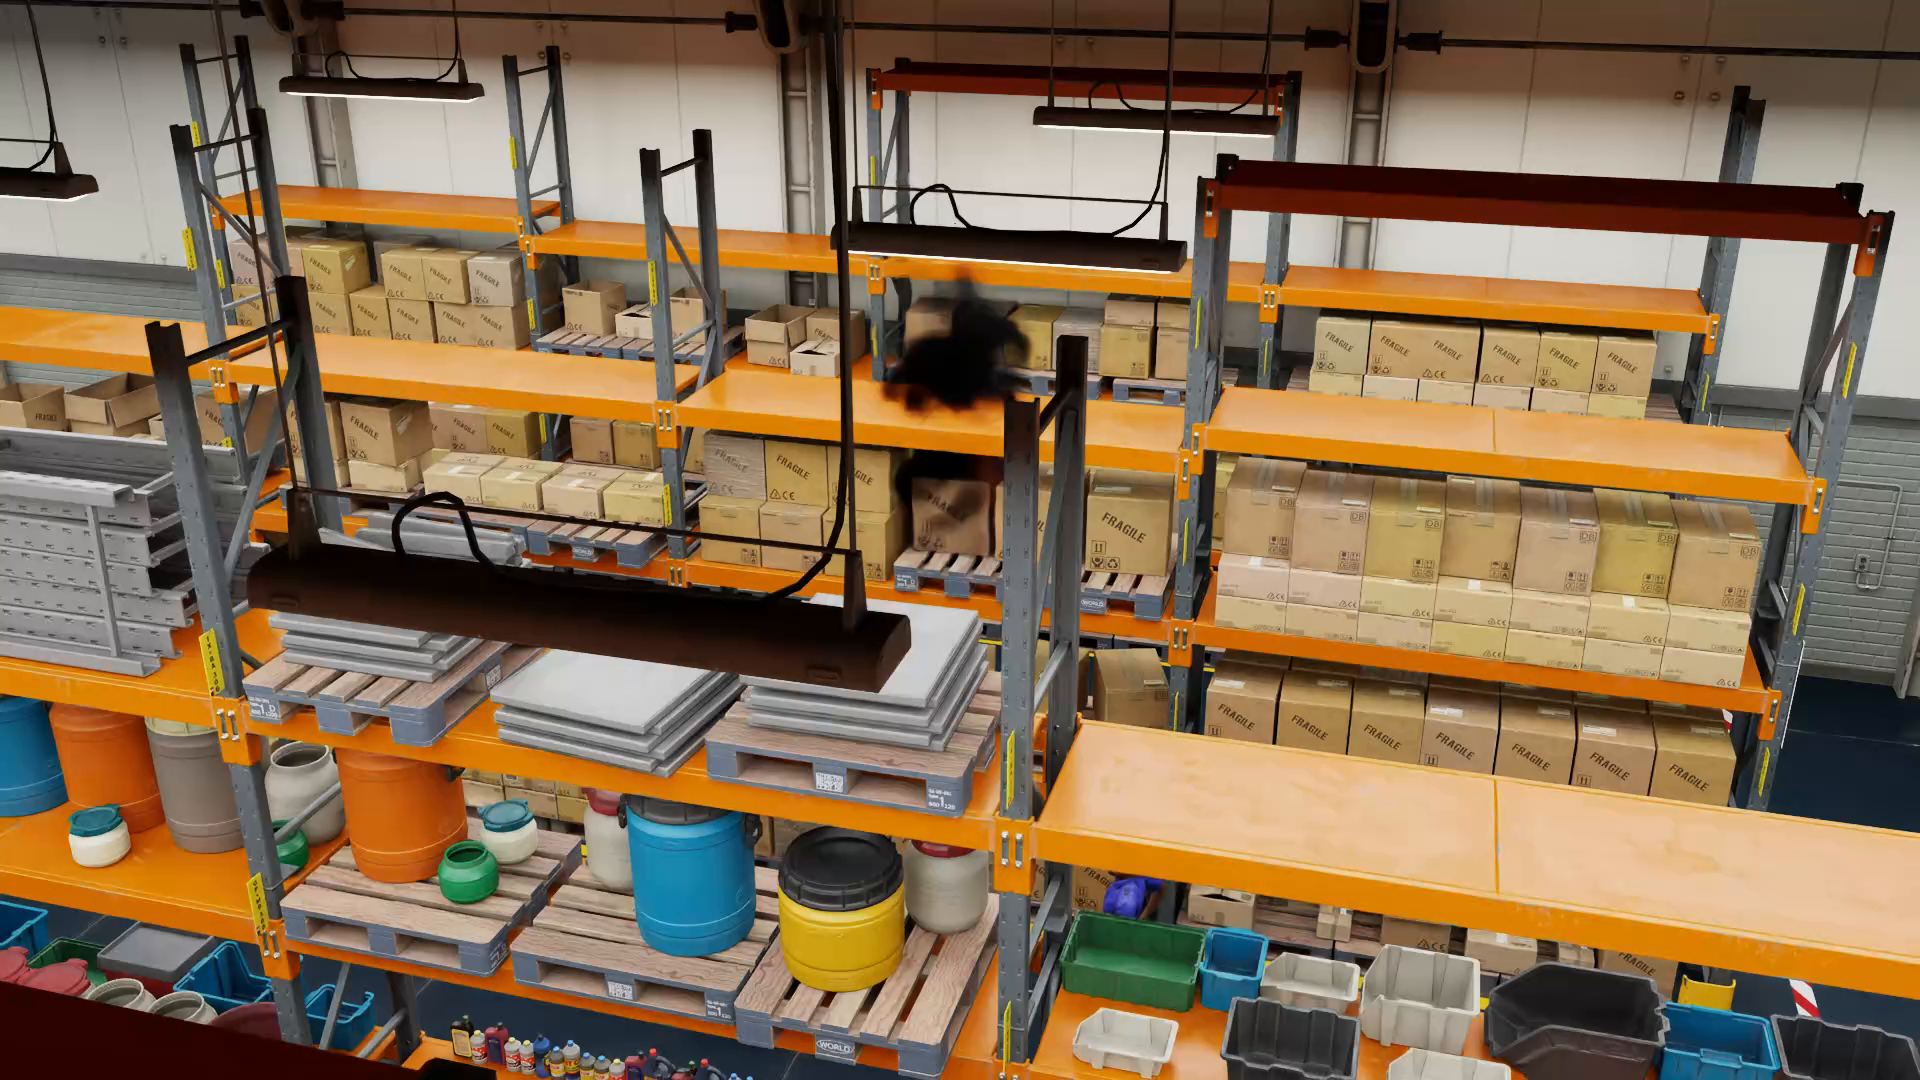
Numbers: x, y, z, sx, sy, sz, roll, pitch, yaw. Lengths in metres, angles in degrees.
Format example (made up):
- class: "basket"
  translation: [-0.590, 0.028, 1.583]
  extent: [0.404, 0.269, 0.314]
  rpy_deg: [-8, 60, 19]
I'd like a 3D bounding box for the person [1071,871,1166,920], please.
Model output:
- class: "person"
  translation: [1.126, 2.780, 11.140]
  extent: [0.865, 1.695, 0.567]
  rpy_deg: [2, 23, 6]
